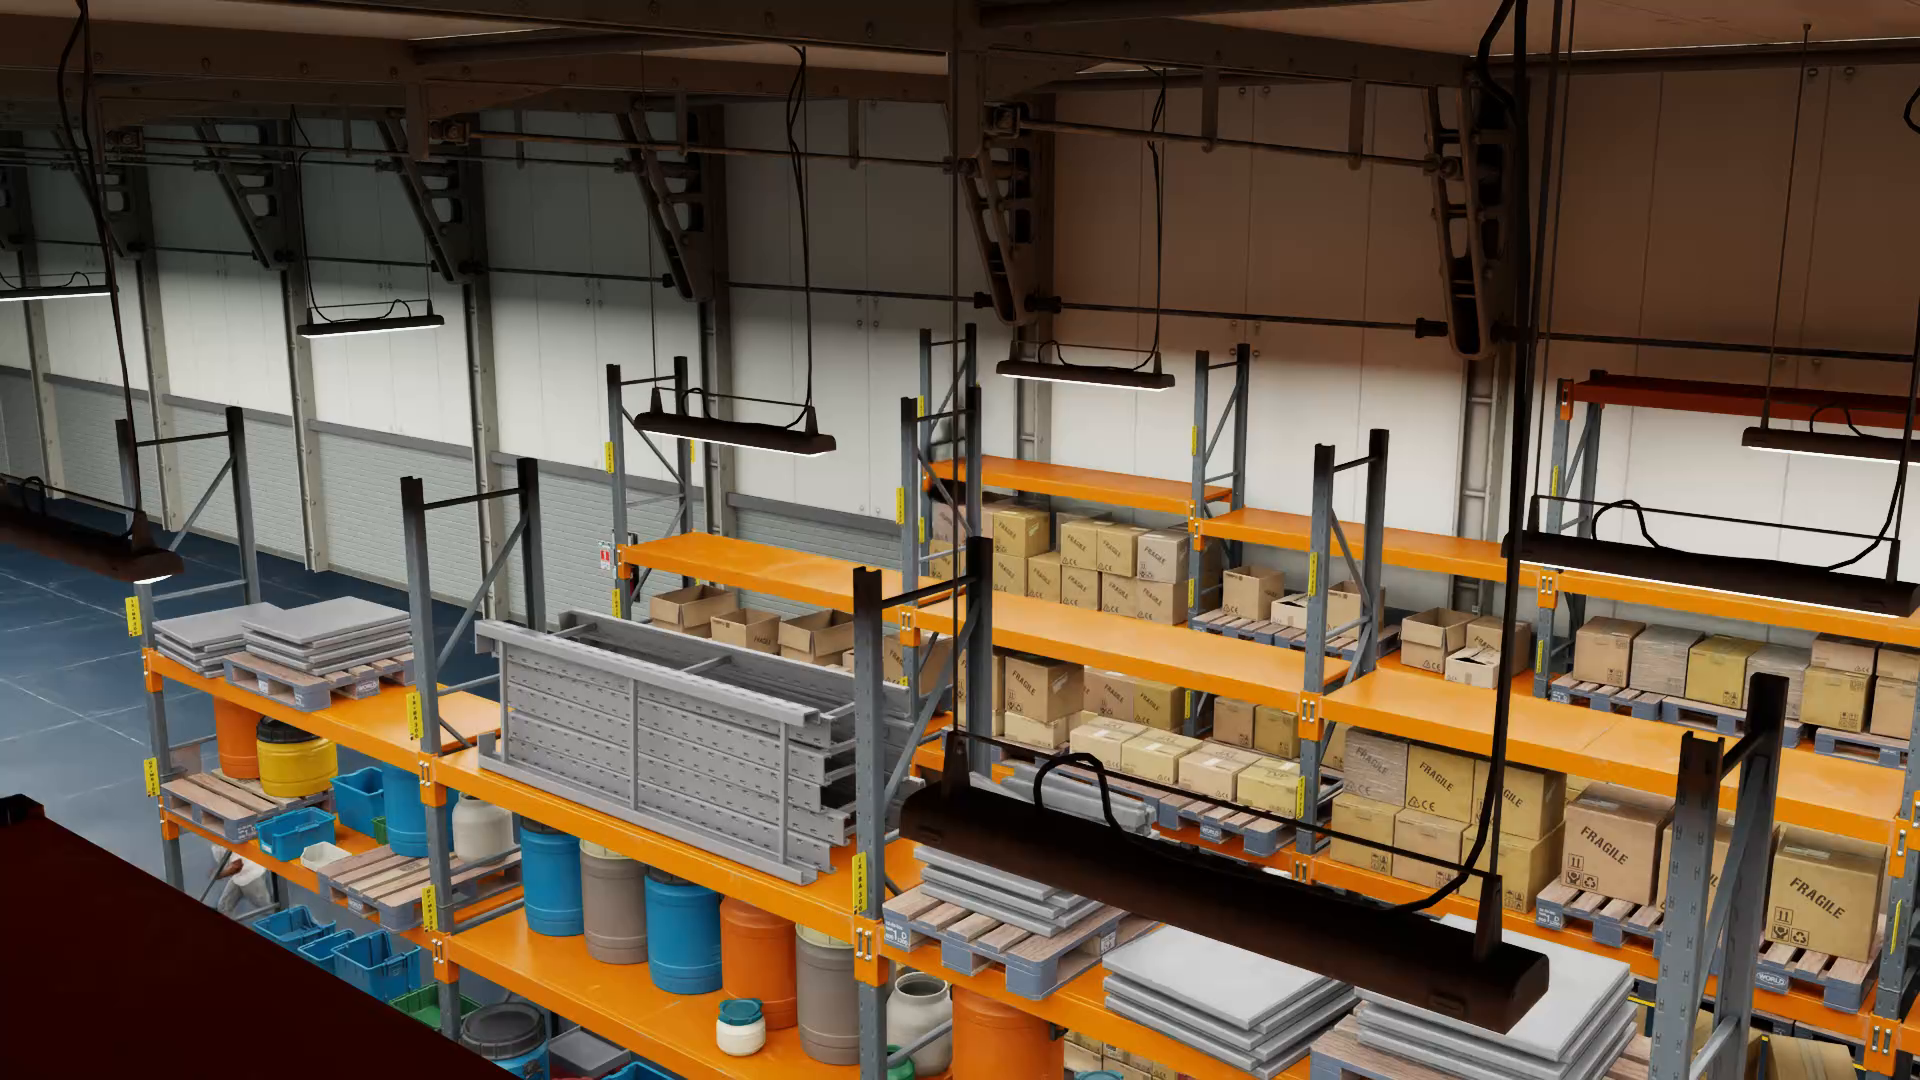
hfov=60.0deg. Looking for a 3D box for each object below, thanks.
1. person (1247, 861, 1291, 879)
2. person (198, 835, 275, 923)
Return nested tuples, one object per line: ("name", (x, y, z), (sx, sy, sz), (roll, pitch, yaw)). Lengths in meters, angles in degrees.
("person", (2.973, 3.747, 15.768), (0.930, 1.757, 0.647), (8, 15, 33))
("person", (-7.263, 3.499, 17.070), (1.060, 1.716, 0.746), (-6, 14, -24))
